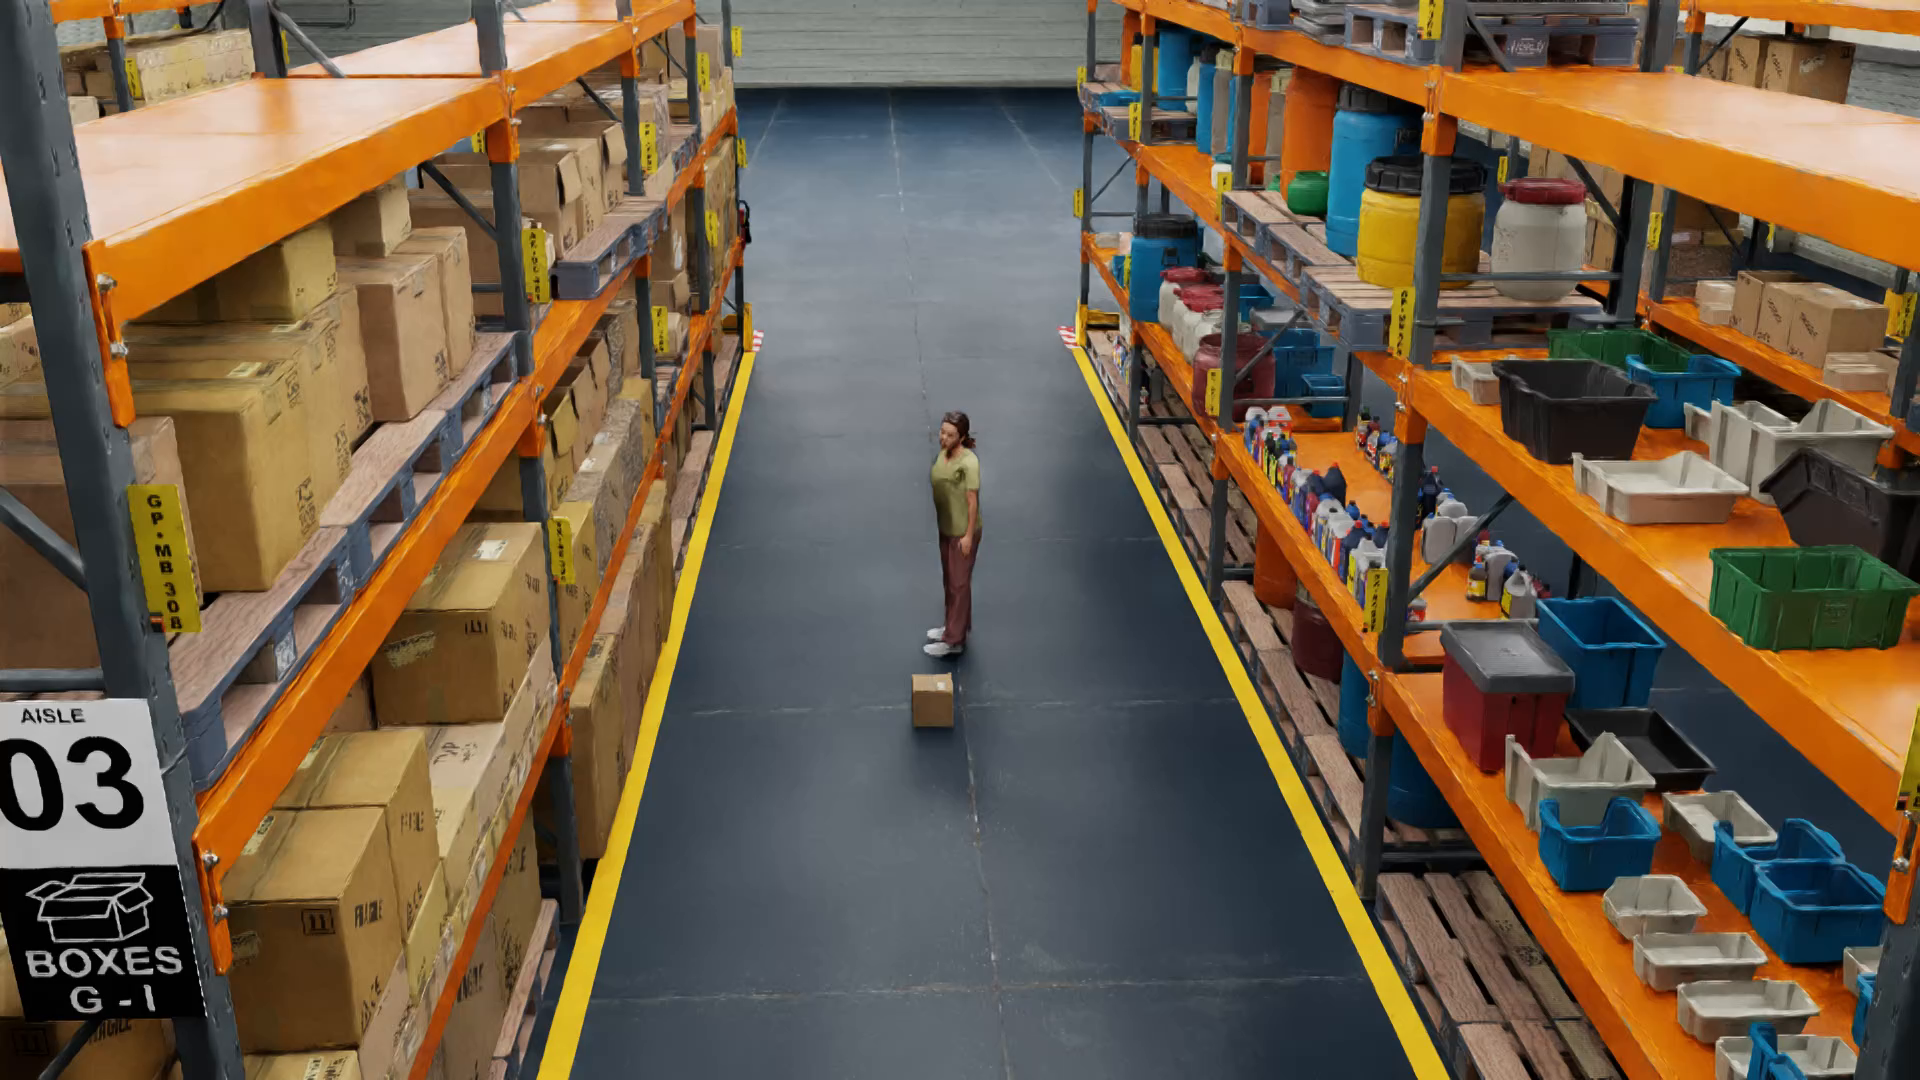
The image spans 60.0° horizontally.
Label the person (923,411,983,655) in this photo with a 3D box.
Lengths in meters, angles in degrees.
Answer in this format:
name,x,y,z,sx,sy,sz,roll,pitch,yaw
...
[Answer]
name,x,y,z,sx,sy,sz,roll,pitch,yaw
person,-0.097,-0.052,11.157,0.491,1.678,0.520,-12,24,-30
